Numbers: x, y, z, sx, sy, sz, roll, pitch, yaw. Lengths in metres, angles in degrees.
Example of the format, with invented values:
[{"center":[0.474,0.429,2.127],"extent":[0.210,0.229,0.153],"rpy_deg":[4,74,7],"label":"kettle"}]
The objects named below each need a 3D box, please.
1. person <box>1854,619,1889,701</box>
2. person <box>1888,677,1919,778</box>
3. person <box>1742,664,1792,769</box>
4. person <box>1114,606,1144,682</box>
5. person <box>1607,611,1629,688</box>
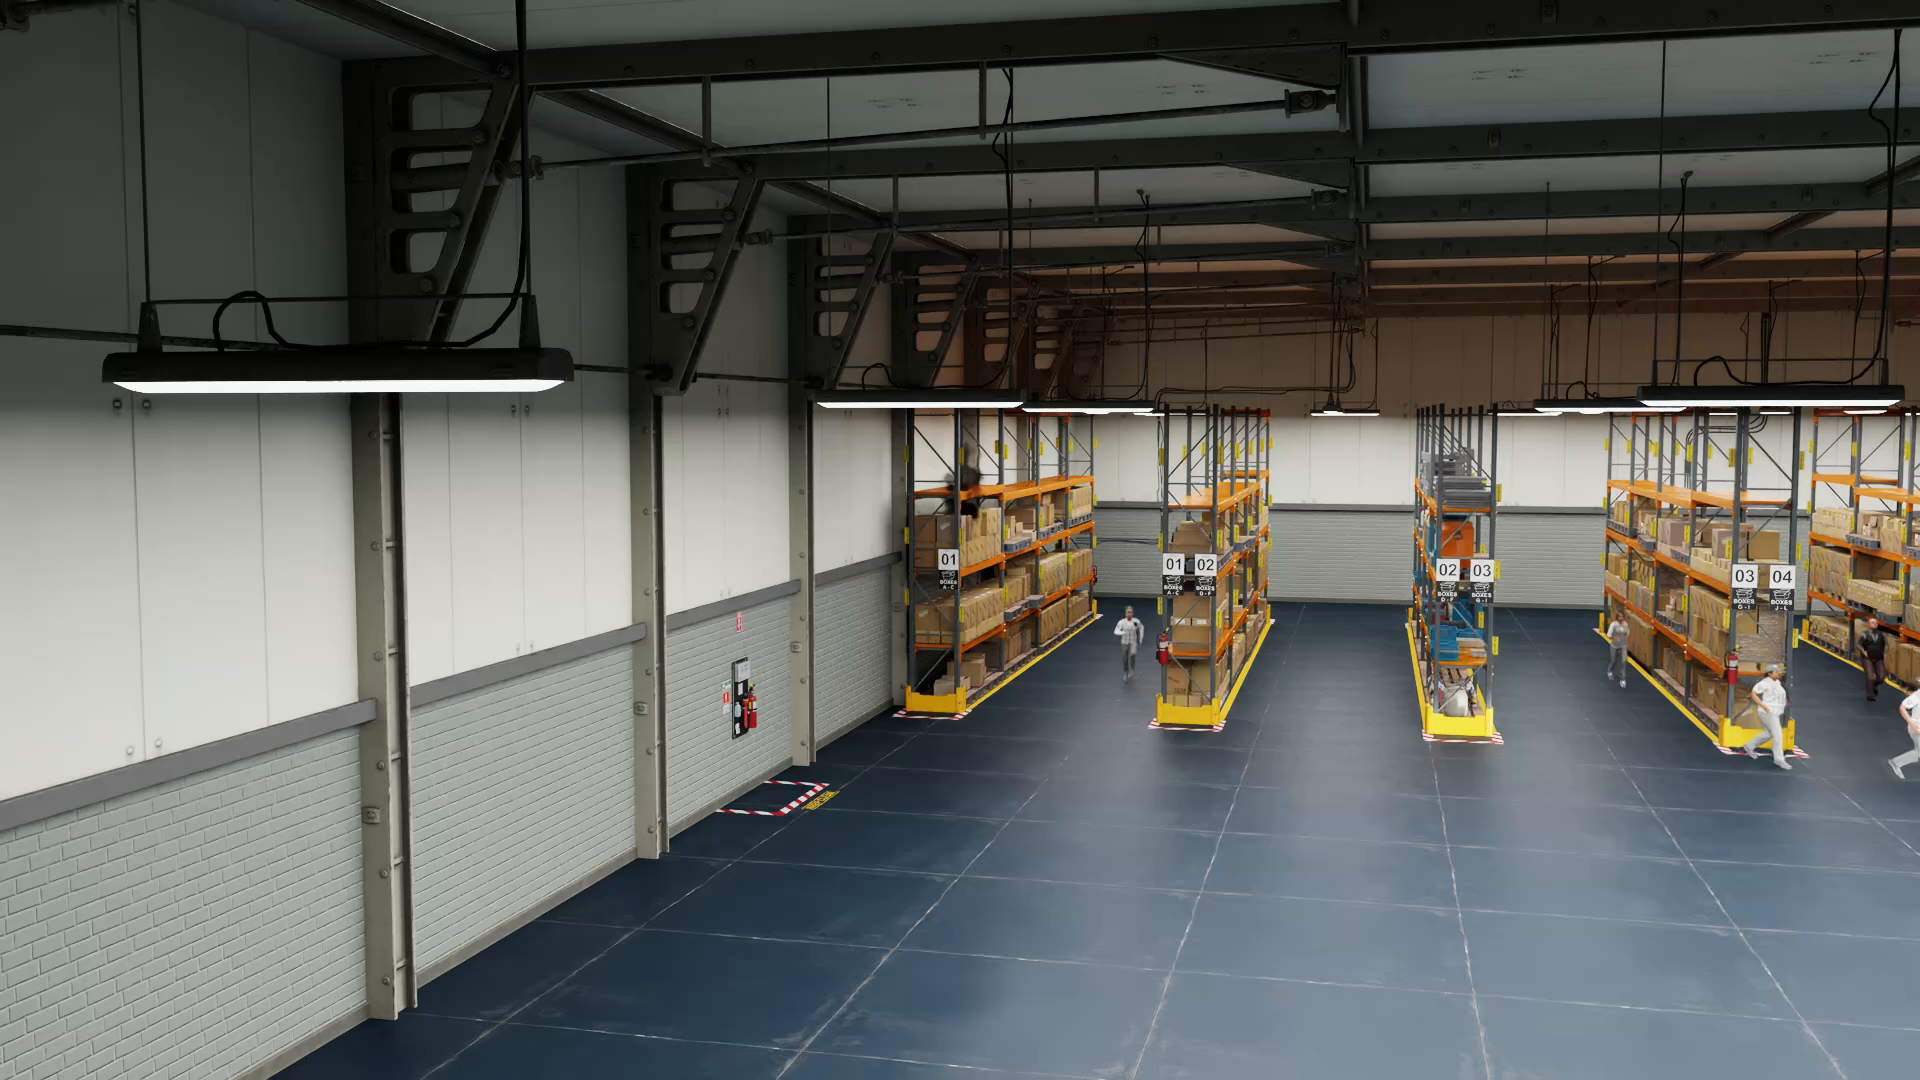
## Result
[{"center":[18.515,2.430,33.741],"extent":[0.656,1.671,0.606],"rpy_deg":[1,4,13],"label":"person"},{"center":[14.919,2.941,25.835],"extent":[0.665,1.760,0.939],"rpy_deg":[-4,5,-40],"label":"person"},{"center":[13.389,2.882,27.482],"extent":[0.627,1.672,0.822],"rpy_deg":[-4,6,-43],"label":"person"},{"center":[3.625,2.241,35.649],"extent":[0.629,1.675,0.888],"rpy_deg":[0,4,5],"label":"person"},{"center":[14.170,2.317,35.814],"extent":[0.516,1.605,0.854],"rpy_deg":[0,4,5],"label":"person"}]
